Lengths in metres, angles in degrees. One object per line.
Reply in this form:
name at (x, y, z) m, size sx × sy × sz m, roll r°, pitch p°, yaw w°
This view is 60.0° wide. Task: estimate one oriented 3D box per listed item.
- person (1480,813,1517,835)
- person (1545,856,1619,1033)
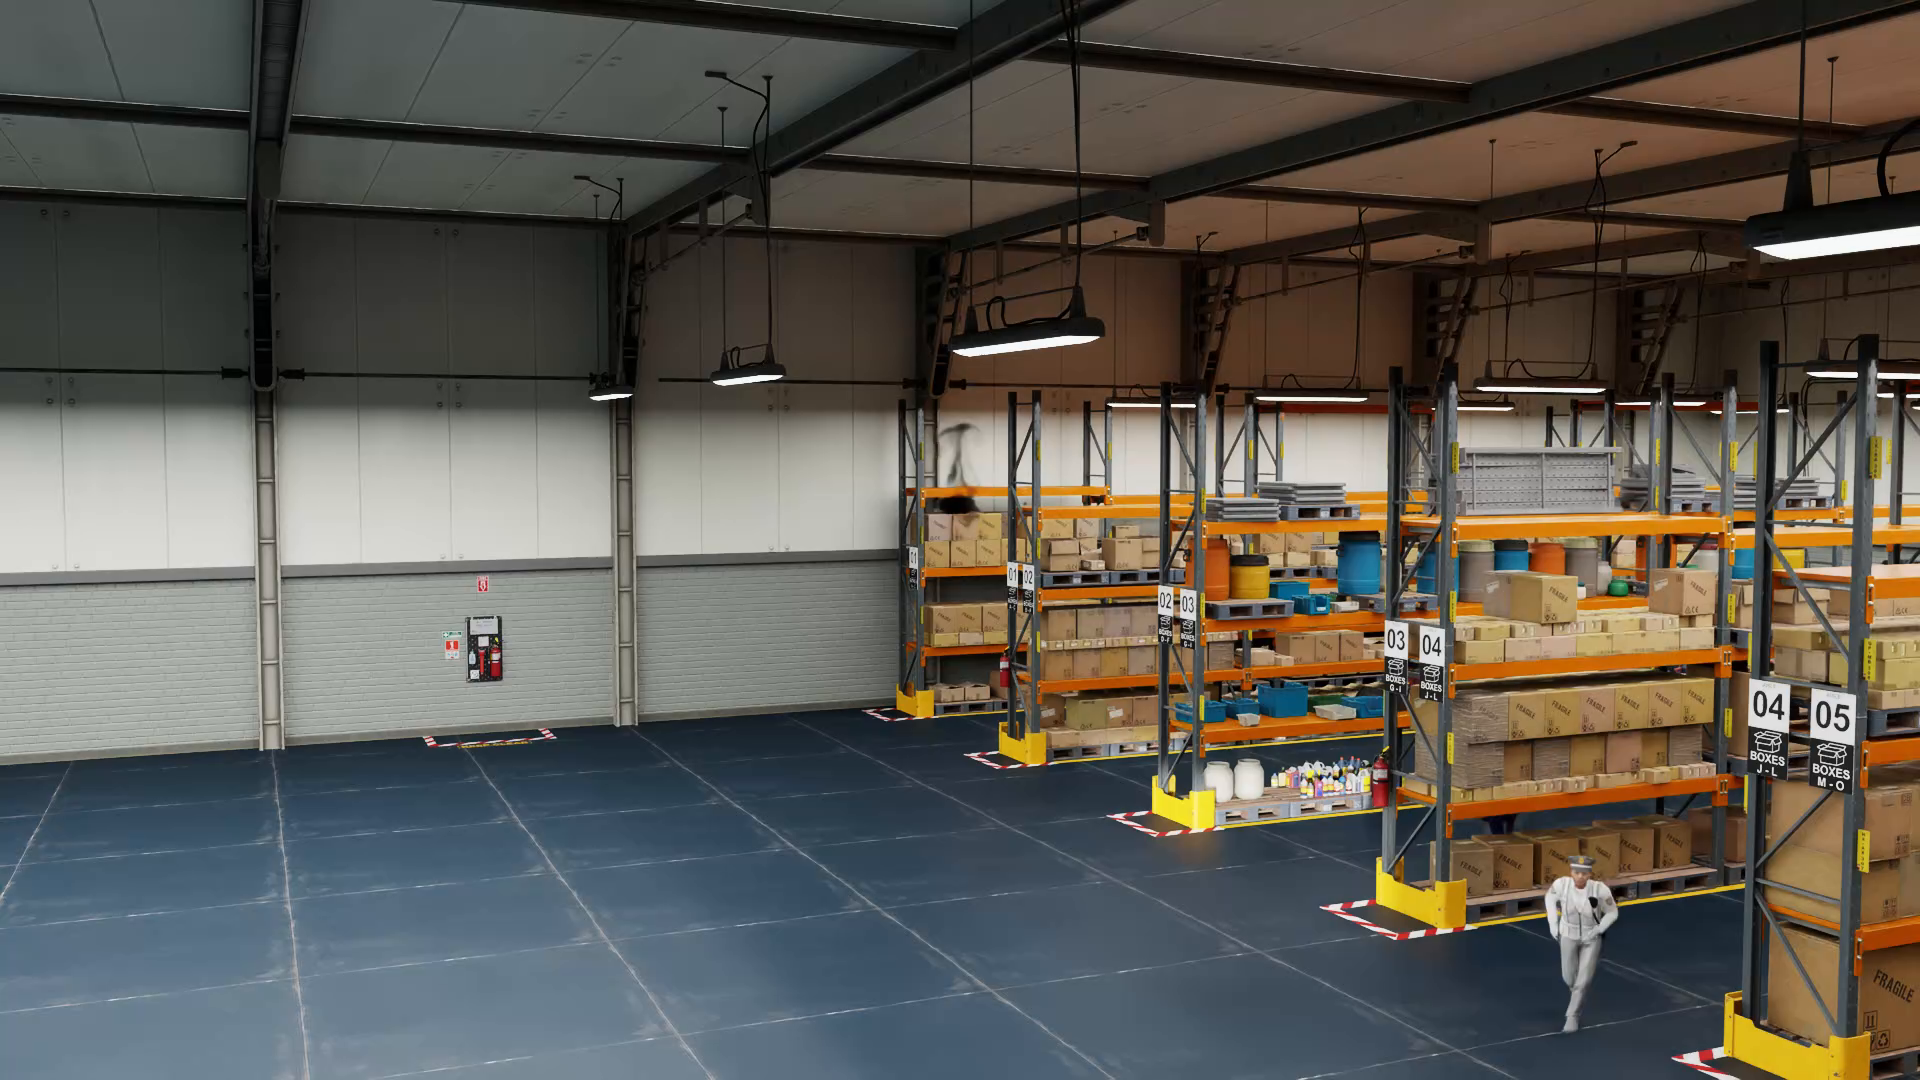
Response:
person at (6.820, 3.164, 21.095) m, size 0.701 × 1.586 × 0.598 m, roll -2°, pitch 4°, yaw -27°
person at (5.472, 3.520, 14.679) m, size 0.599 × 1.622 × 0.720 m, roll 1°, pitch 4°, yaw 21°
